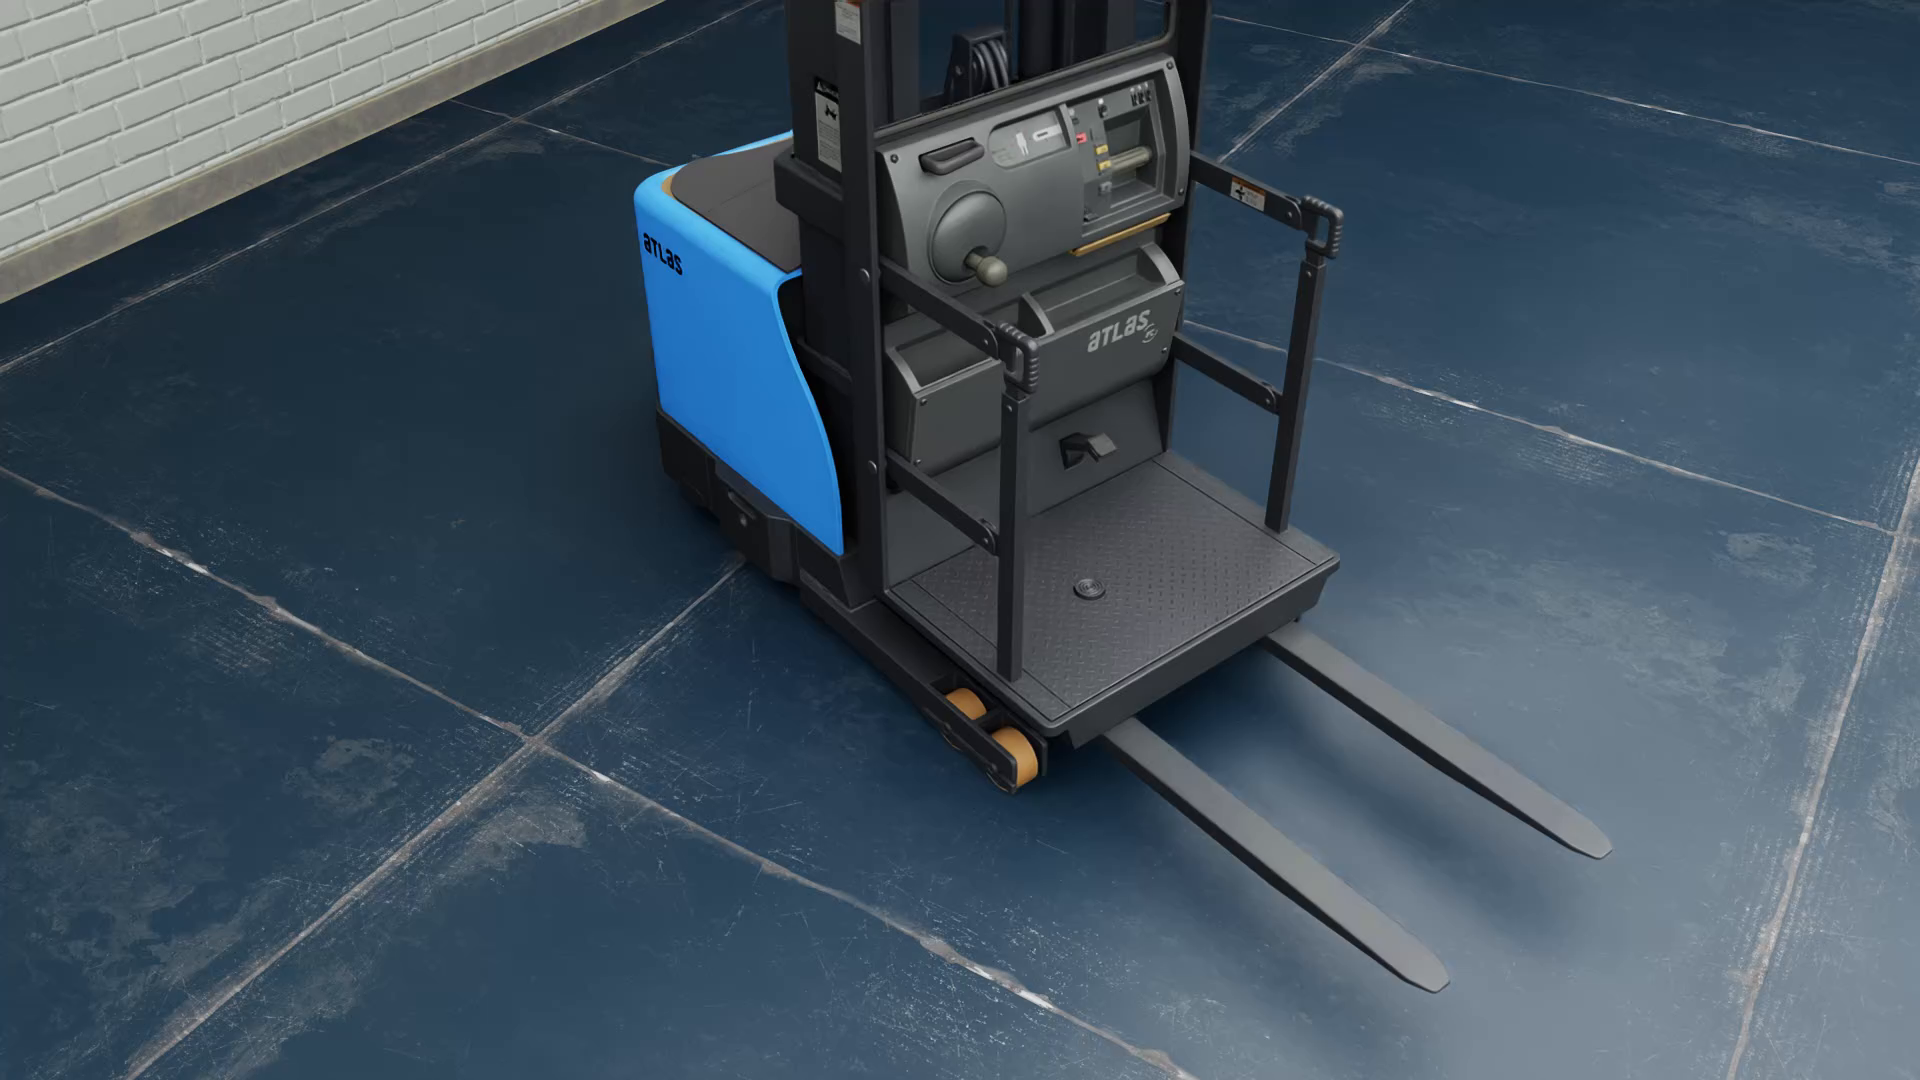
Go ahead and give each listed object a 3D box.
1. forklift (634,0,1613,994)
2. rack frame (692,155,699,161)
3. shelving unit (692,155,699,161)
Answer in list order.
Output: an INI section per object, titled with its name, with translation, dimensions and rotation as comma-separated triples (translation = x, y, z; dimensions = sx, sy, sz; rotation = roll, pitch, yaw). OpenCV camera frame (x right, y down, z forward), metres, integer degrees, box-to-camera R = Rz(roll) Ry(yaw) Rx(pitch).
[forklift]
translation = 0.342, -0.848, 3.949
dimensions = 1.130, 2.935, 3.031
rotation = -26, 45, -30
[rack frame]
translation = -0.762, -0.858, 5.626
dimensions = 0.240, 0.900, 0.006
rotation = 17, 40, 21
[shelving unit]
translation = -0.808, -0.803, 5.554
dimensions = 0.258, 0.900, 0.210
rotation = 17, 40, 21
